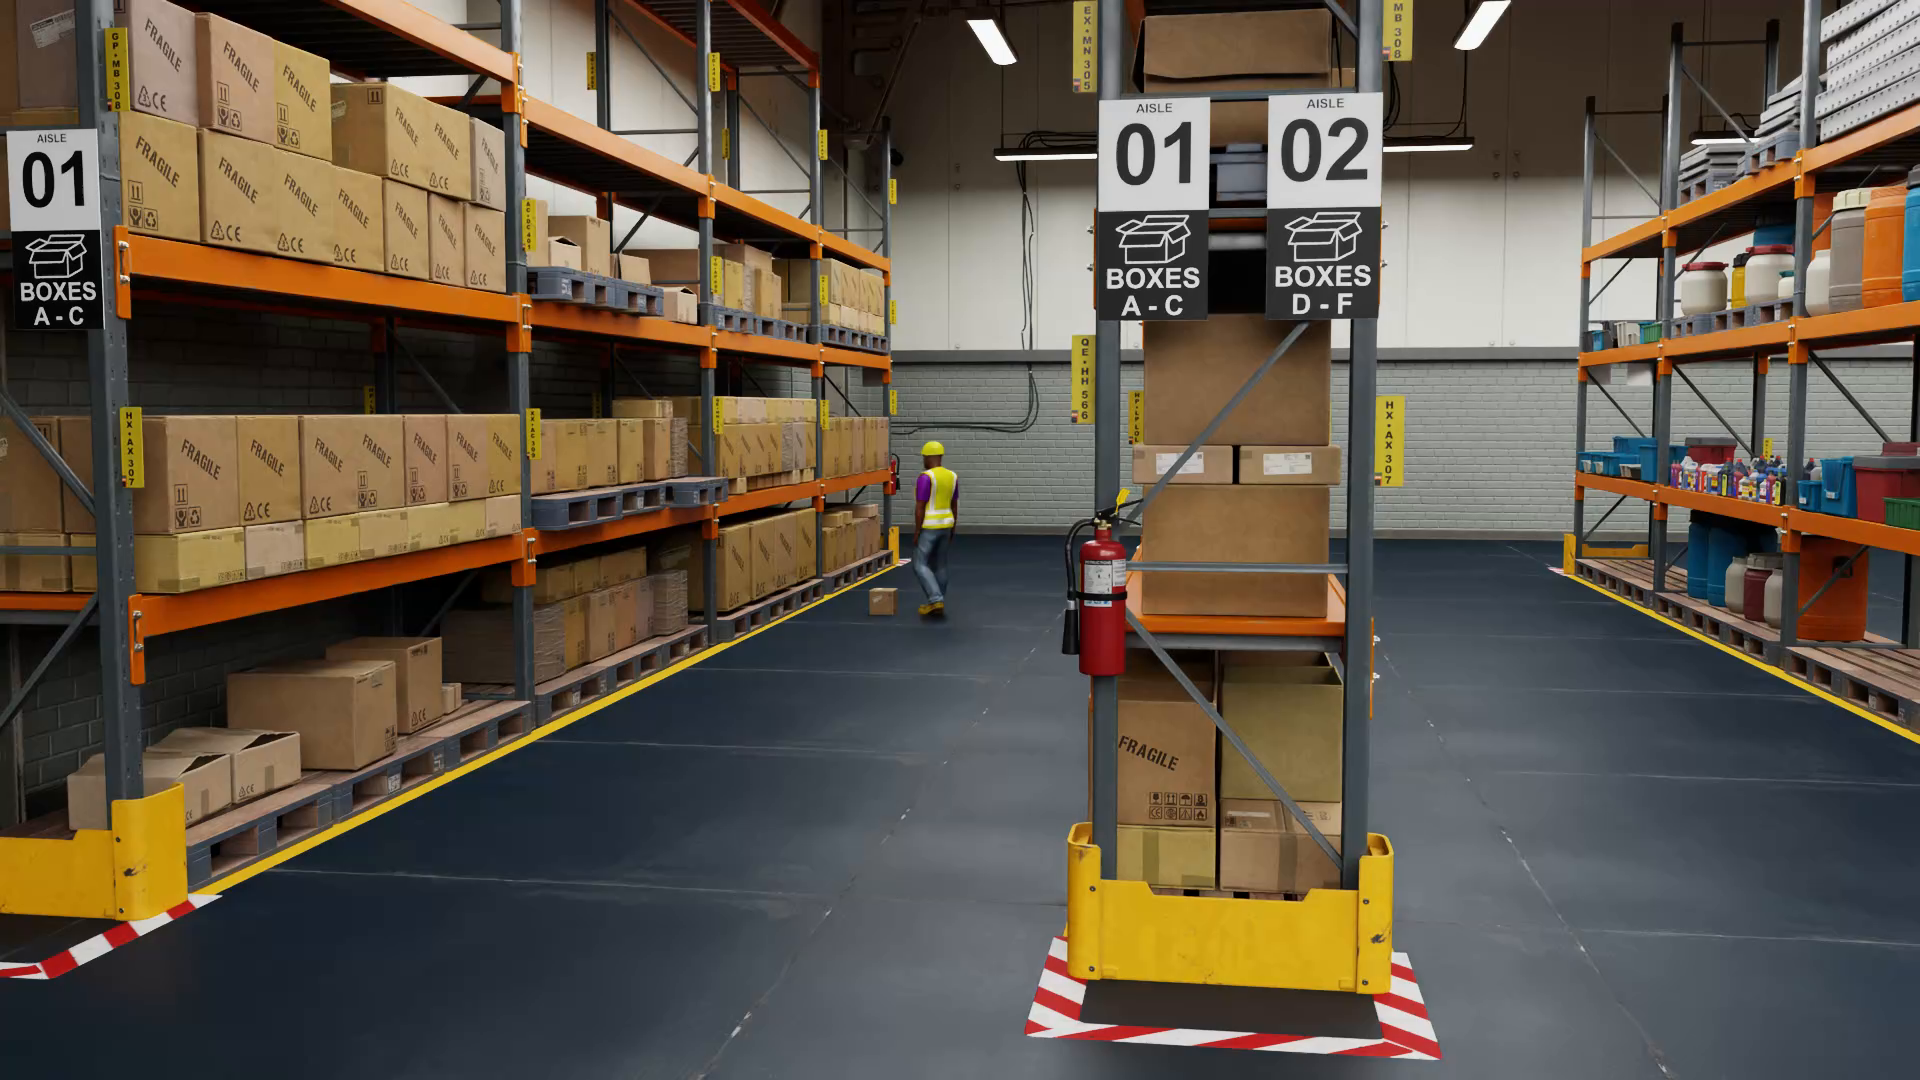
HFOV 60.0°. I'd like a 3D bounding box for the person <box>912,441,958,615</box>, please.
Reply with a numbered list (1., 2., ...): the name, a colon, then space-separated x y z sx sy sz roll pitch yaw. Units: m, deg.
1. person: -0.262 -0.113 16.838 0.603 1.771 0.579 4 6 42
